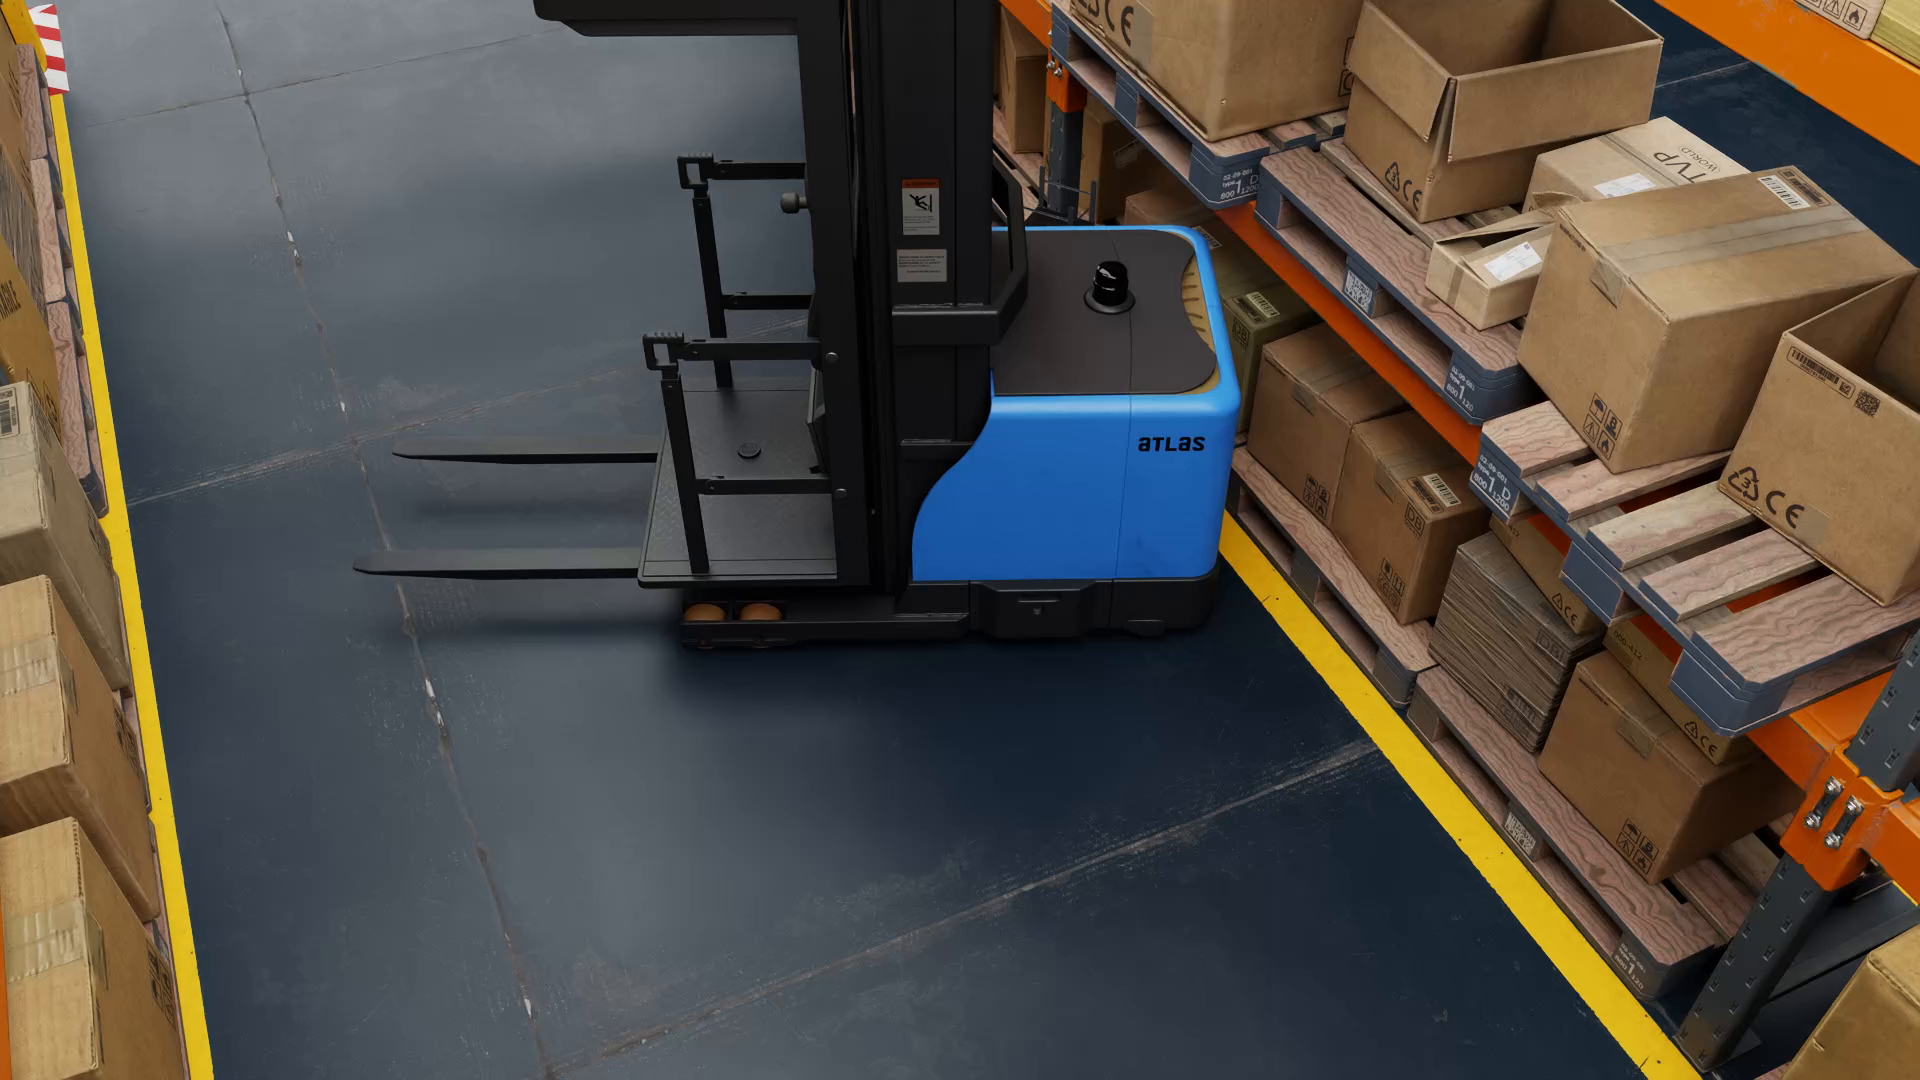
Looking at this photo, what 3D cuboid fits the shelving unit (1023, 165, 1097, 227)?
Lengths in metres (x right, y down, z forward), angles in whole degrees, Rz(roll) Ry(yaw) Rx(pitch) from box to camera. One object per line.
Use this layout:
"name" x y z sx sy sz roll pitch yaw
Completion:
"shelving unit" 0.369 -1.027 6.650 0.258 0.900 0.210 21 48 20

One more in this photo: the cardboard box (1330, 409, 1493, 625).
"cardboard box" 1.739 -0.134 5.716 0.700 0.500 0.500 -14 46 -14

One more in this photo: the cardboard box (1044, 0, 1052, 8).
"cardboard box" 0.489 -2.247 6.570 0.380 0.149 0.250 -18 47 -17

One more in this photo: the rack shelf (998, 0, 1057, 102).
"rack shelf" 0.005 -3.304 7.976 1.077 0.370 4.000 -18 47 -17

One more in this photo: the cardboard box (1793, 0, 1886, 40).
"cardboard box" 1.885 -1.294 3.397 0.500 0.250 0.500 -18 47 -18

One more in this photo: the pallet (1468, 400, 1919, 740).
"pallet" 2.132 -0.091 4.344 1.213 0.211 1.003 -18 47 -17

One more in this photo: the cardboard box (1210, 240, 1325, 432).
"cardboard box" 1.268 -0.846 6.438 0.700 0.500 0.500 -18 47 -18

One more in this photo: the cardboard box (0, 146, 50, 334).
"cardboard box" -4.280 -1.274 6.619 0.875 0.875 0.875 -18 47 -17

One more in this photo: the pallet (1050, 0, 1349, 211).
"pallet" 1.036 -1.688 5.961 1.003 0.211 1.213 -18 47 -17

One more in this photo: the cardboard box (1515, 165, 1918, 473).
"cardboard box" 1.939 -0.581 4.333 0.700 0.500 0.500 -12 46 -12

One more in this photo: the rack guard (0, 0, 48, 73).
"rack guard" -5.389 -2.560 8.489 1.175 0.500 0.348 -18 47 -17

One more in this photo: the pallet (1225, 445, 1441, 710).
"pallet" 1.692 -0.019 6.119 1.003 0.211 1.213 -18 47 -17

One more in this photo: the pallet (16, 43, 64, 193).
"pallet" -4.971 -1.956 8.082 1.003 0.211 1.213 -18 47 -17

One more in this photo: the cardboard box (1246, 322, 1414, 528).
"cardboard box" 1.504 -0.489 6.077 0.700 0.500 0.500 -22 49 -21

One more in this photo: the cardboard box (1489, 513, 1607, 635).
"cardboard box" 1.987 -0.024 5.071 0.500 0.250 0.500 -13 46 -13

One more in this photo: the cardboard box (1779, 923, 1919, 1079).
"cardboard box" 2.799 1.316 3.995 1.225 0.875 0.875 -20 48 -19

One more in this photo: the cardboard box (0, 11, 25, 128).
"cardboard box" -5.033 -2.415 7.776 0.875 0.875 0.875 -18 47 -17

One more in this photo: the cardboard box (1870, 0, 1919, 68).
"cardboard box" 2.106 -0.982 3.081 0.500 0.250 0.500 -18 47 -17

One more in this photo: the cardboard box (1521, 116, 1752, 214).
"cardboard box" 2.032 -0.969 4.904 0.500 0.250 0.500 -19 48 -19

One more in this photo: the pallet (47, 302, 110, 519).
"pallet" -3.945 -0.401 6.506 1.003 0.211 1.213 -18 47 -17

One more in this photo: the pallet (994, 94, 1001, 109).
"pallet" 0.015 -2.490 8.623 1.003 0.211 1.213 -18 47 -17

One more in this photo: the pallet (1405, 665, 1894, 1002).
"pallet" 2.201 0.757 5.332 1.003 0.211 1.213 -18 47 -17

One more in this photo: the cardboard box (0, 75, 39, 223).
"cardboard box" -4.661 -1.855 7.208 0.875 0.875 0.875 -19 48 -18

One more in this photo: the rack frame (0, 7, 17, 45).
"rack frame" -5.378 -3.435 7.595 1.000 3.000 0.127 -18 47 -17

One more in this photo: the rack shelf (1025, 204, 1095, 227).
"rack shelf" 0.369 -1.195 6.483 0.258 0.077 0.200 21 48 20

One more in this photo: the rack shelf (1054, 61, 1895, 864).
"rack shelf" 1.687 -0.755 5.392 1.077 0.370 4.000 -18 47 -17

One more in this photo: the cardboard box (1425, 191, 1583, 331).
"cardboard box" 1.582 -0.822 4.744 0.396 0.266 0.258 -19 48 -19

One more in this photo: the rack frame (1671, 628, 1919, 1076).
"rack frame" 2.528 0.263 3.848 1.000 3.000 0.127 -18 47 -17

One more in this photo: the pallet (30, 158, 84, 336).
"pallet" -4.462 -1.179 7.295 1.003 0.211 1.213 -18 47 -17

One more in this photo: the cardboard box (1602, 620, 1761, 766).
"cardboard box" 2.219 0.311 4.732 0.500 0.250 0.500 -16 47 -16

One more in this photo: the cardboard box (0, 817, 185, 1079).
"cardboard box" -2.560 1.344 4.055 1.050 0.750 0.750 -17 47 -17

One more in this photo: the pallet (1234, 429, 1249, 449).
"pallet" 1.175 -0.798 6.908 1.003 0.211 1.213 -18 47 -17

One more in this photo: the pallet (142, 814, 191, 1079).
"pallet" -2.787 1.355 4.726 1.003 0.211 1.213 -18 47 -17

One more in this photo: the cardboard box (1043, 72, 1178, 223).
"cardboard box" 0.714 -1.812 7.432 0.500 0.500 0.500 -19 48 -19

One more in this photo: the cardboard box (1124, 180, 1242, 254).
"cardboard box" 1.085 -1.155 6.752 0.700 0.500 0.500 -22 49 -20

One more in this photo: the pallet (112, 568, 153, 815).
"pallet" -3.304 0.576 5.516 1.003 0.211 1.213 -18 47 -17

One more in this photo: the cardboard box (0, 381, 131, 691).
"cardboard box" -3.354 0.135 5.281 1.050 0.750 0.750 -18 47 -18

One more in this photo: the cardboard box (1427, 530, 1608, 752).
"cardboard box" 1.983 0.225 5.352 0.700 0.500 0.500 -22 49 -21

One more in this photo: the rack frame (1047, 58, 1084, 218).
"rack frame" 0.846 -2.286 6.431 1.000 3.000 0.127 -18 47 -17

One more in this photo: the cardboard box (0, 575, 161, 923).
"cardboard box" -2.952 0.751 4.656 1.050 0.750 0.750 -18 47 -17

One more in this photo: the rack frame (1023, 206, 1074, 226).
"rack frame" 0.321 -0.964 6.586 0.240 0.900 0.006 21 48 20

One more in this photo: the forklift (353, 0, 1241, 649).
"forklift" -0.623 -1.036 5.213 3.031 2.935 1.130 -1 45 -1

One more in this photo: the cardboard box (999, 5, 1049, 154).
"cardboard box" 0.467 -2.175 7.800 0.500 0.500 0.500 -5 45 -5

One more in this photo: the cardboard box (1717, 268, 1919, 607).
"cardboard box" 2.265 -0.254 4.002 0.500 0.500 0.500 -24 49 -22

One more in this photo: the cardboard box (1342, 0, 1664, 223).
"cardboard box" 1.659 -1.395 5.155 0.797 0.503 0.637 -14 46 -13

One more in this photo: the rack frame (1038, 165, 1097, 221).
"rack frame" 0.416 -1.090 6.713 0.240 0.900 0.006 21 48 20

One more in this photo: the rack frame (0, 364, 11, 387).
"rack frame" -3.697 -0.886 5.012 1.000 3.000 0.127 -18 47 -17

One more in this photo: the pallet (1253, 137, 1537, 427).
"pallet" 1.659 -0.918 5.181 1.003 0.211 1.213 -18 47 -17

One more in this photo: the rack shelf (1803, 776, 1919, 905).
"rack shelf" 3.369 1.794 2.809 1.077 0.370 4.000 -18 47 -17

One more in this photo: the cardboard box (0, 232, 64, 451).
"cardboard box" -3.897 -0.700 6.038 0.875 0.875 0.875 -17 47 -17

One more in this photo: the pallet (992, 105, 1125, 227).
"pallet" 0.532 -1.711 7.834 1.003 0.211 1.213 -18 47 -17

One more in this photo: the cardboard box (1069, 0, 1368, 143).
"cardboard box" 1.053 -2.101 5.518 1.000 1.000 1.000 -18 47 -17

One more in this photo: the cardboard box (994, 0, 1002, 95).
"cardboard box" 0.134 -2.548 8.177 0.500 0.500 0.500 -22 49 -21

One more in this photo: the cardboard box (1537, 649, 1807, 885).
"cardboard box" 2.228 0.575 4.998 0.700 0.500 0.500 -20 48 -19
